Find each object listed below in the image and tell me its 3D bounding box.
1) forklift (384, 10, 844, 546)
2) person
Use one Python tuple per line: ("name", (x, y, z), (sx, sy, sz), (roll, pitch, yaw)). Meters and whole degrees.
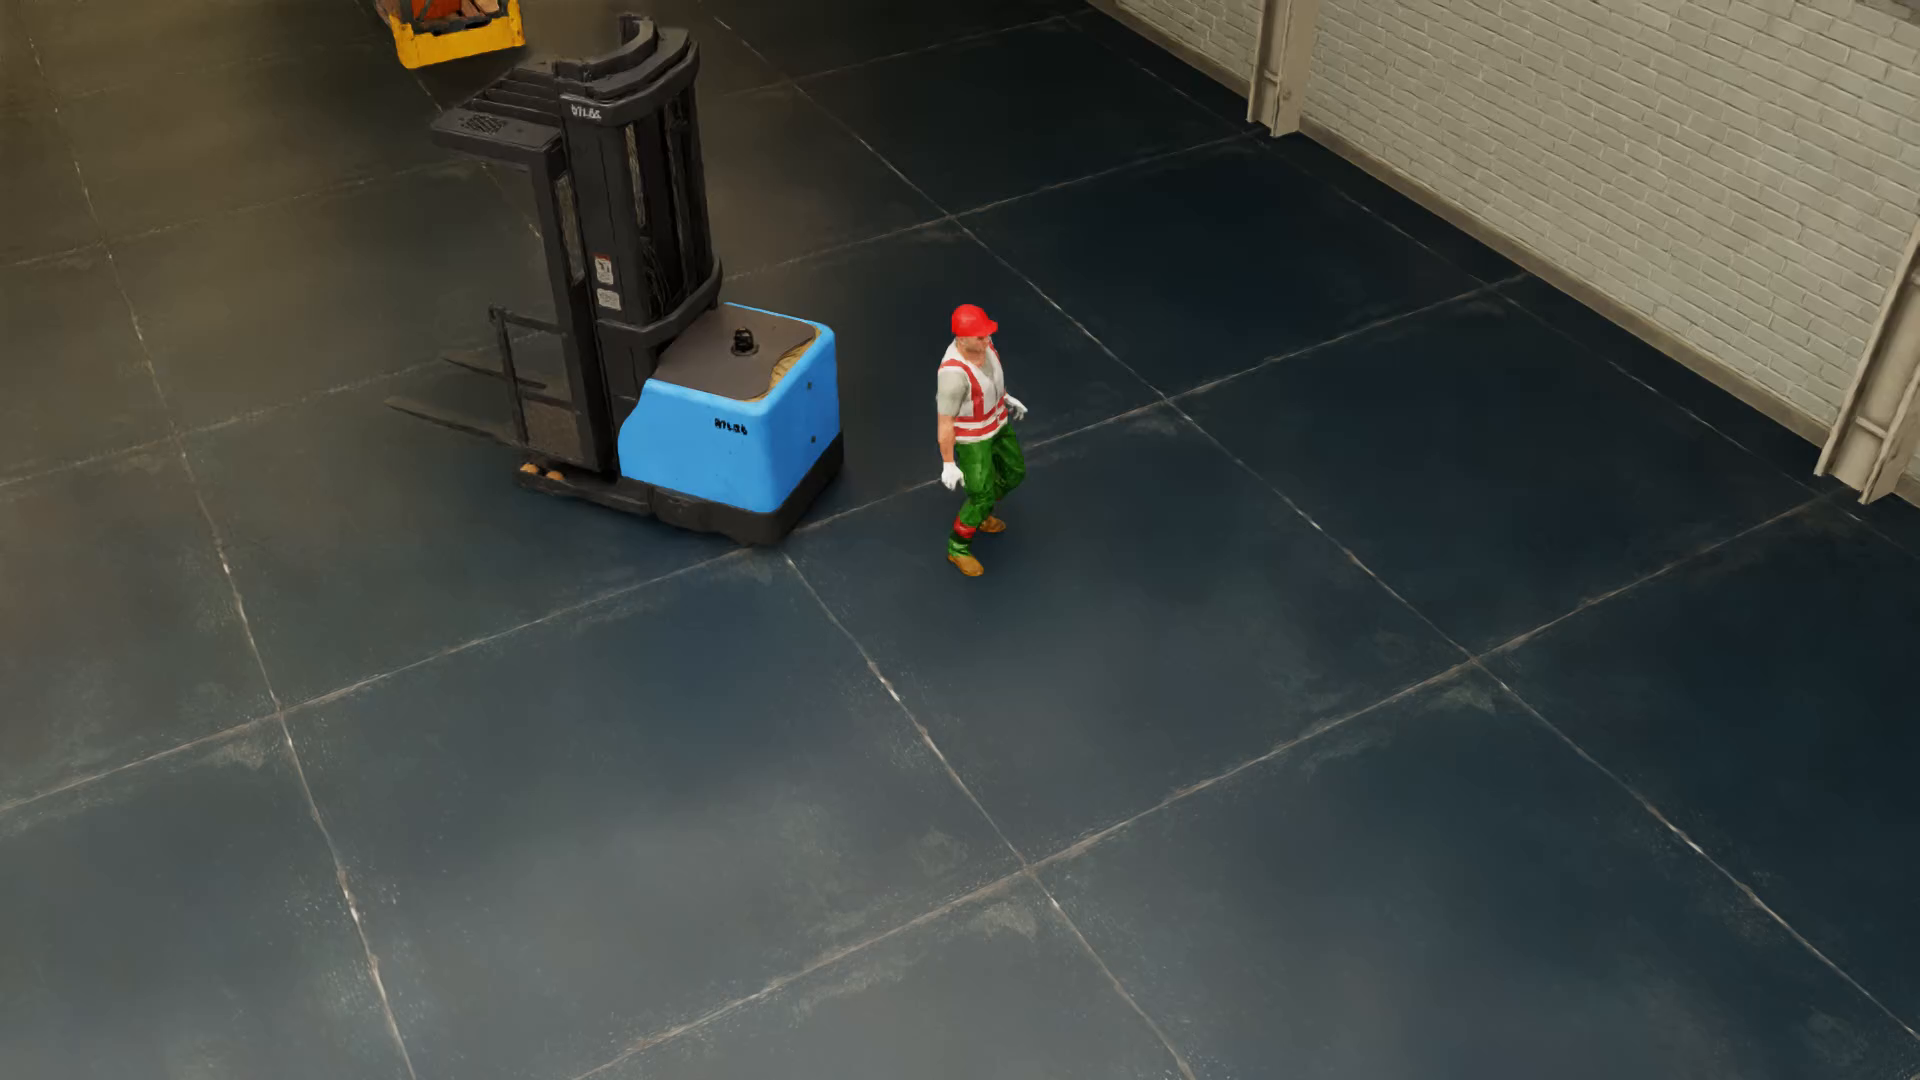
("forklift", (-2.323, -1.701, 10.087), (3.031, 2.935, 1.130), (15, 42, 17))
("person", (0.108, -0.621, 9.739), (0.427, 1.727, 0.783), (19, 43, 22))
